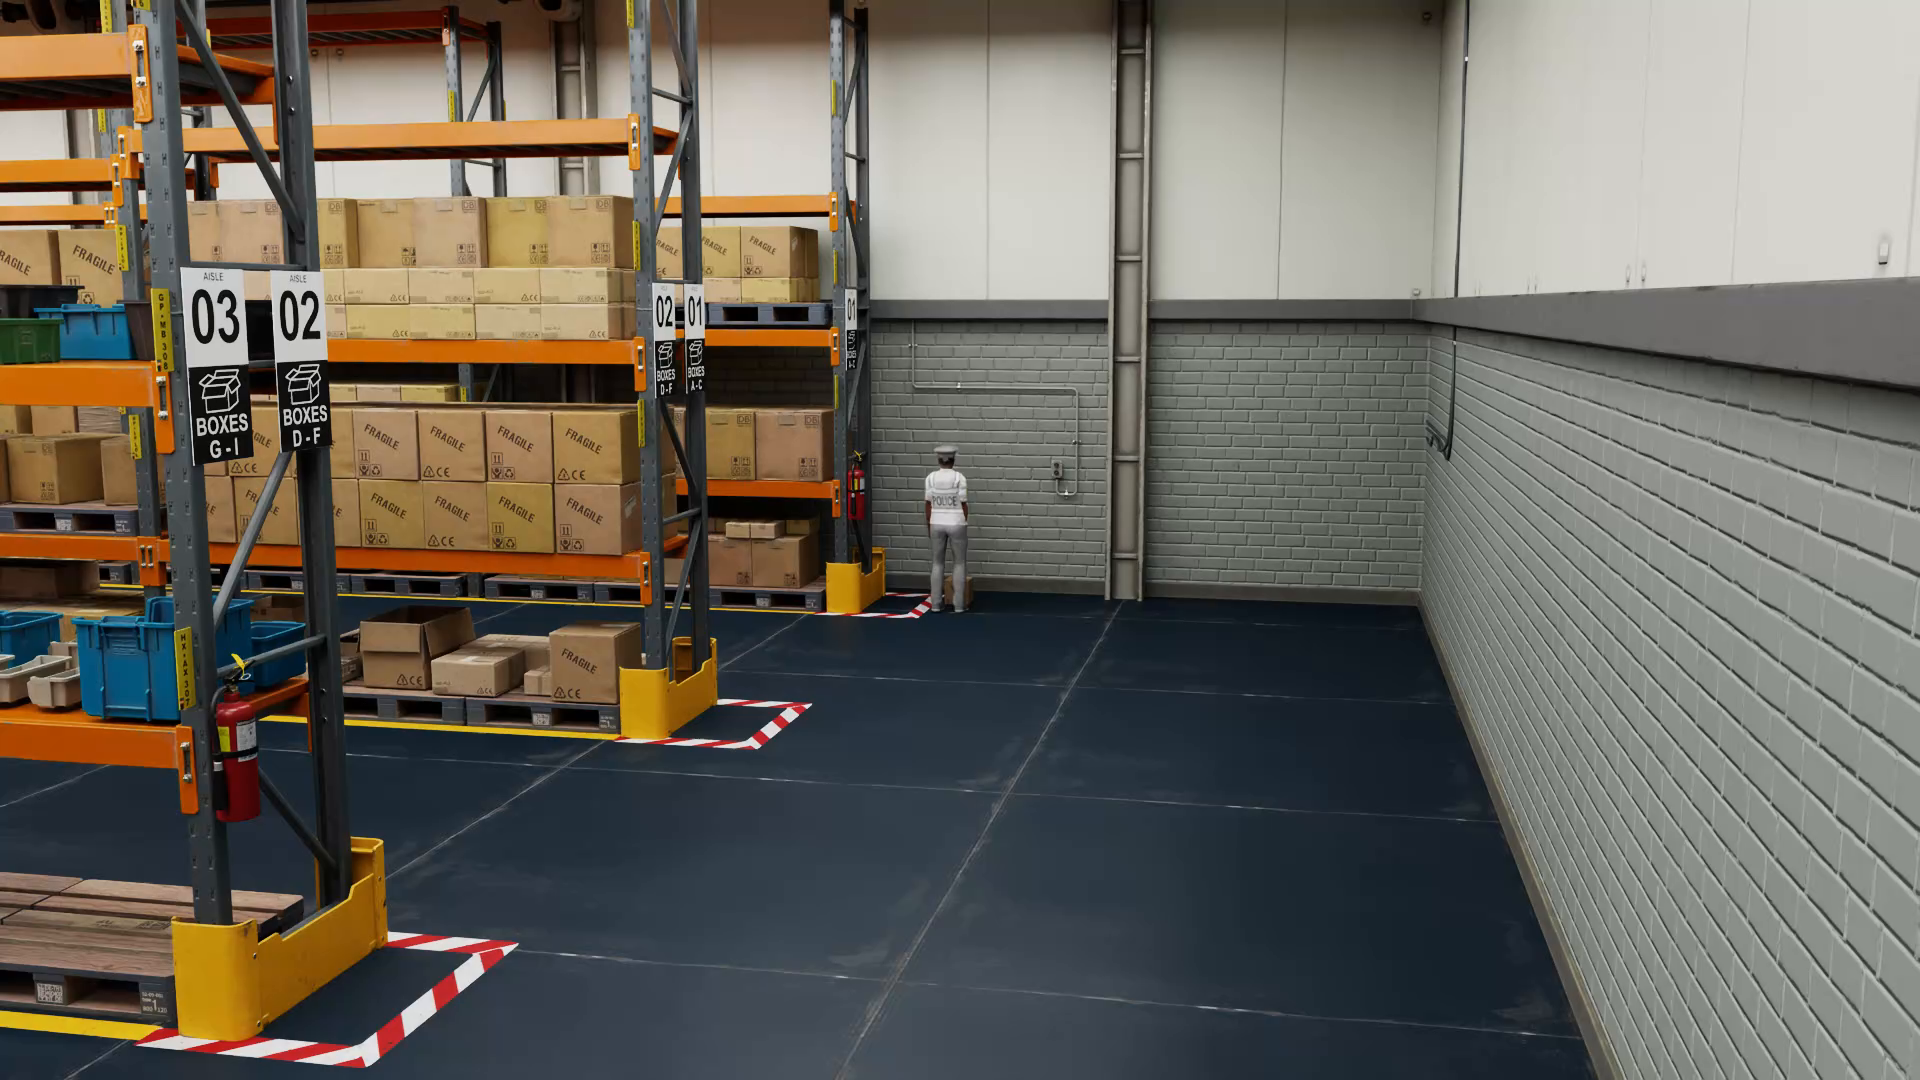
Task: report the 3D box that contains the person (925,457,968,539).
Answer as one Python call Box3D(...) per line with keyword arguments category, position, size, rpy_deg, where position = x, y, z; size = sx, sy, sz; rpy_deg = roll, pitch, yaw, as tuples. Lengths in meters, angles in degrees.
Box3D(category="person", position=(-0.131, -0.410, 16.540), size=(0.438, 0.926, 0.340), rpy_deg=(2, 8, 12))
